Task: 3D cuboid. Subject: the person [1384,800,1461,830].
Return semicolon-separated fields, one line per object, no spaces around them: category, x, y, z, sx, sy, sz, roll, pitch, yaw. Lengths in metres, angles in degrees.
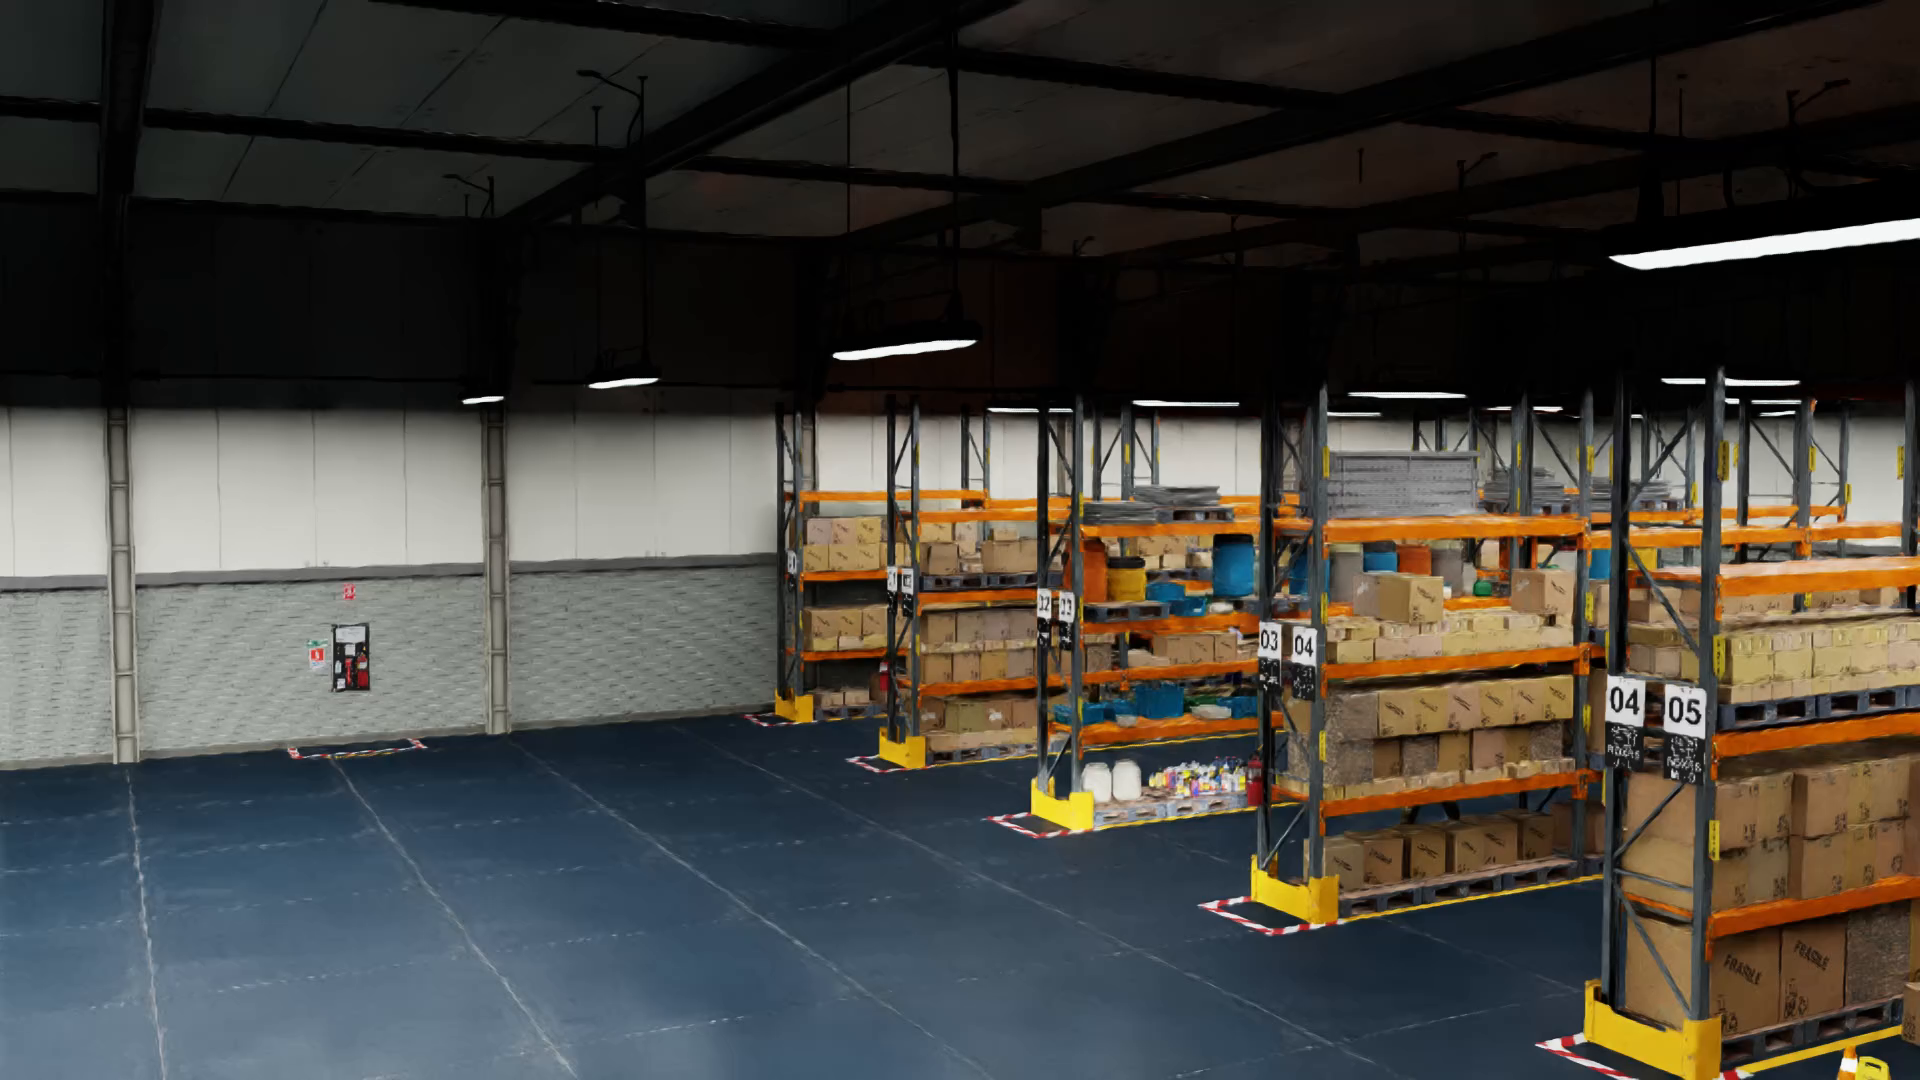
person;6.138;3.058;21.744;1.104;1.714;0.575;-1;3;-18

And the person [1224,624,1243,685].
person;5.653;2.392;34.209;0.386;1.653;0.596;3;4;40
